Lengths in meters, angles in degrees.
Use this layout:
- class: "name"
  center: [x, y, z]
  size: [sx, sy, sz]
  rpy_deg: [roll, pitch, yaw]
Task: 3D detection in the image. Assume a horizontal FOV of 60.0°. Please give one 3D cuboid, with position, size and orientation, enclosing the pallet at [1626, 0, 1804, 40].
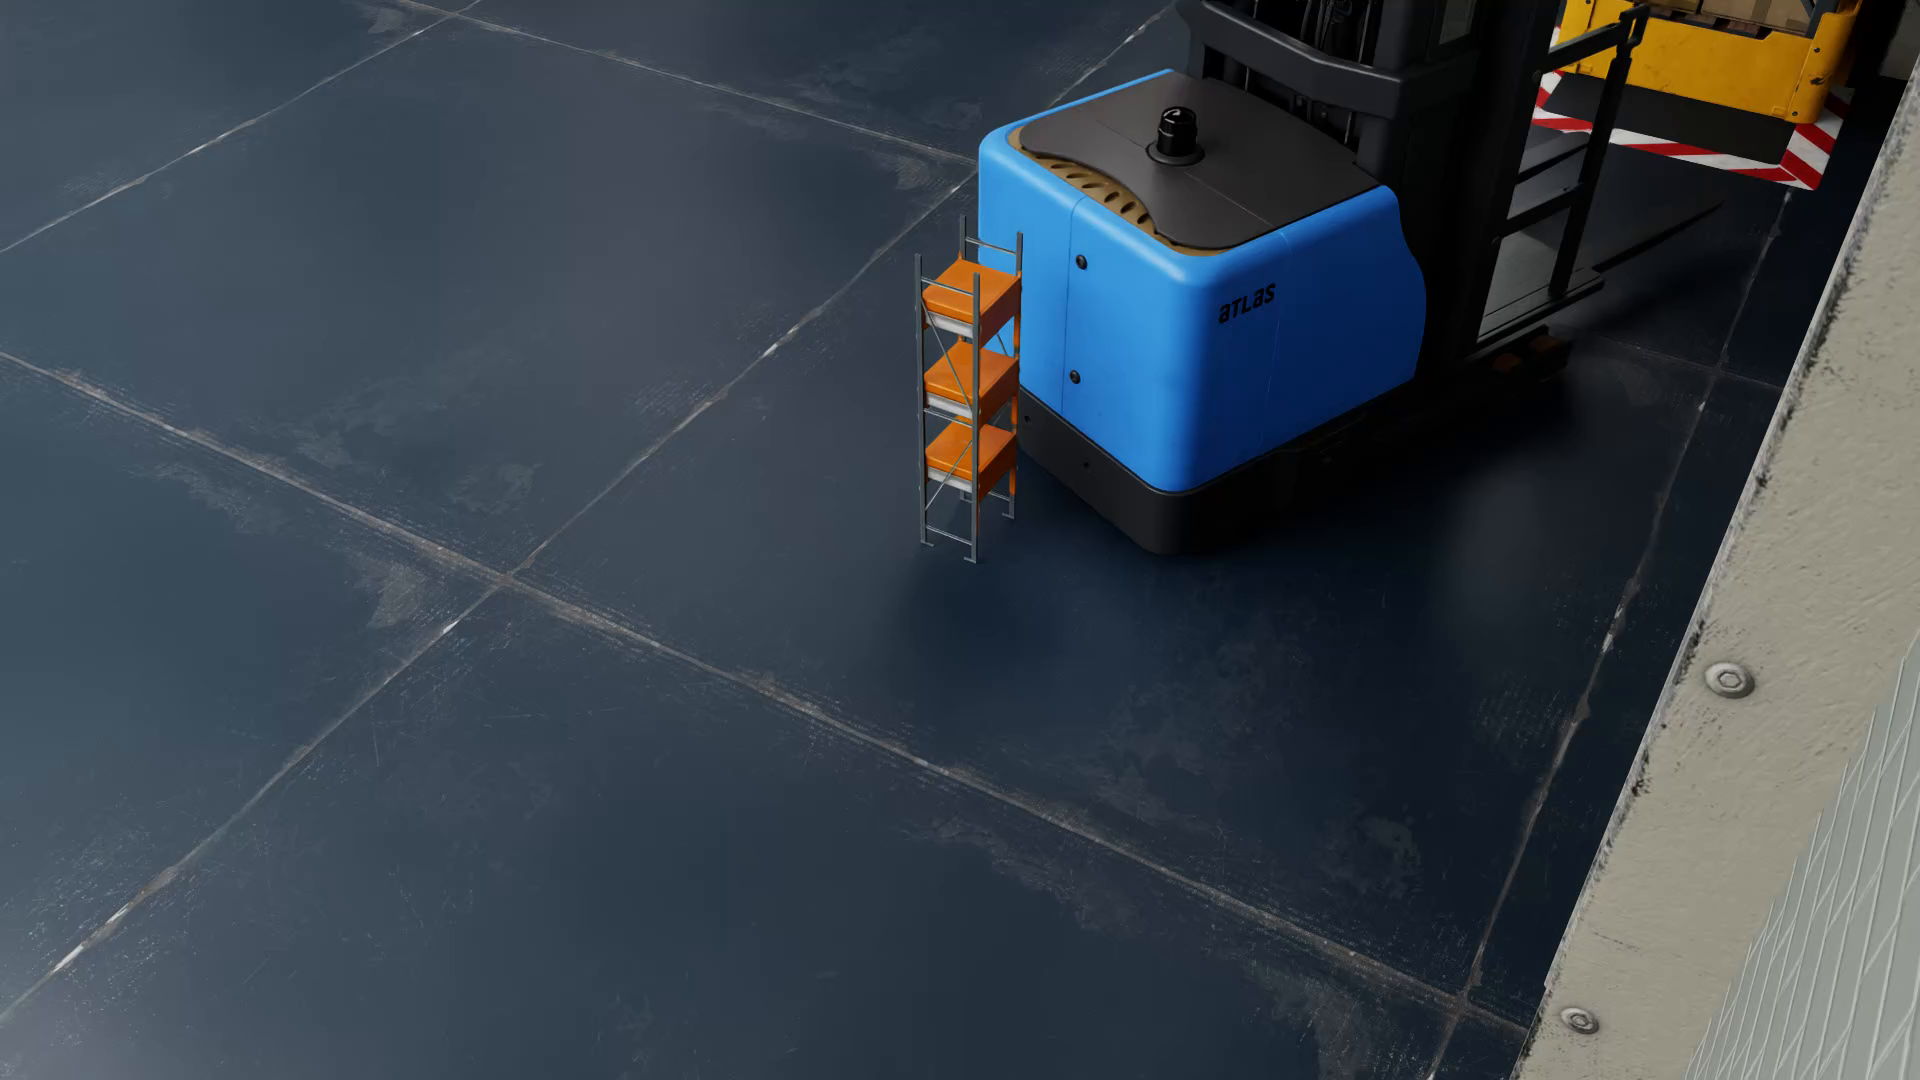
- class: "pallet"
  center: [3.694, -2.651, 8.101]
  size: [1.003, 0.211, 1.213]
  rpy_deg: [21, 45, 22]

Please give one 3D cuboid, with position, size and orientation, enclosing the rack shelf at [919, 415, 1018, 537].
- class: "rack shelf"
  center: [0.027, -0.208, 5.128]
  size: [0.215, 0.259, 0.240]
  rpy_deg: [21, 45, 22]

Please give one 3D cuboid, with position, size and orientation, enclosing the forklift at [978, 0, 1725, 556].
- class: "forklift"
  center: [1.532, -1.839, 5.121]
  size: [3.031, 2.935, 1.130]
  rpy_deg: [-26, 47, -26]

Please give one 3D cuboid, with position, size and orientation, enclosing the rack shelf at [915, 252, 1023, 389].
- class: "rack shelf"
  center: [0.027, -0.630, 4.757]
  size: [0.215, 0.259, 0.240]
  rpy_deg: [21, 45, 22]

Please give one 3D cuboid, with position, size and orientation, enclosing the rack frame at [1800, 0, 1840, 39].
- class: "rack frame"
  center: [3.348, -3.246, 6.666]
  size: [1.000, 3.000, 0.127]
  rpy_deg: [21, 45, 22]

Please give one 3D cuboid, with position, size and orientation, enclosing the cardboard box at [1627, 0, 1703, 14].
- class: "cardboard box"
  center: [3.310, -2.745, 7.860]
  size: [0.500, 0.250, 0.500]
  rpy_deg: [21, 46, 22]

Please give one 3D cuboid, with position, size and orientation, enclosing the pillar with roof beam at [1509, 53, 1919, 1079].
- class: "pillar with roof beam"
  center: [-2.253, -3.588, 2.516]
  size: [9.100, 9.000, 0.400]
  rpy_deg: [21, 45, 22]

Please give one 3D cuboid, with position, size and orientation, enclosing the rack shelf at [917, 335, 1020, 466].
- class: "rack shelf"
  center: [0.027, -0.417, 4.945]
  size: [0.215, 0.259, 0.240]
  rpy_deg: [21, 45, 22]

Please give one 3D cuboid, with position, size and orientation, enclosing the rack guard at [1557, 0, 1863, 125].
- class: "rack guard"
  center: [3.336, -2.294, 7.477]
  size: [1.175, 0.500, 0.348]
  rpy_deg: [21, 45, 22]

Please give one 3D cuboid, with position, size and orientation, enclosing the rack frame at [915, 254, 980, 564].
- class: "rack frame"
  center: [-0.034, -0.355, 4.859]
  size: [0.200, 1.050, 0.008]
  rpy_deg: [21, 45, 22]

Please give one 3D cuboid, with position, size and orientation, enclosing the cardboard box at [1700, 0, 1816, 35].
- class: "cardboard box"
  center: [3.763, -2.588, 7.682]
  size: [0.500, 0.250, 0.500]
  rpy_deg: [21, 46, 22]

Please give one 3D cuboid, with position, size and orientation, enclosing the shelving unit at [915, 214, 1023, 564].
- class: "shelving unit"
  center: [0.027, -0.425, 4.938]
  size: [0.215, 1.050, 0.252]
  rpy_deg: [21, 45, 22]

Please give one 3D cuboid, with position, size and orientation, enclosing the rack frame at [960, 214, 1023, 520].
- class: "rack frame"
  center: [0.088, -0.494, 5.017]
  size: [0.200, 1.050, 0.008]
  rpy_deg: [21, 45, 22]
